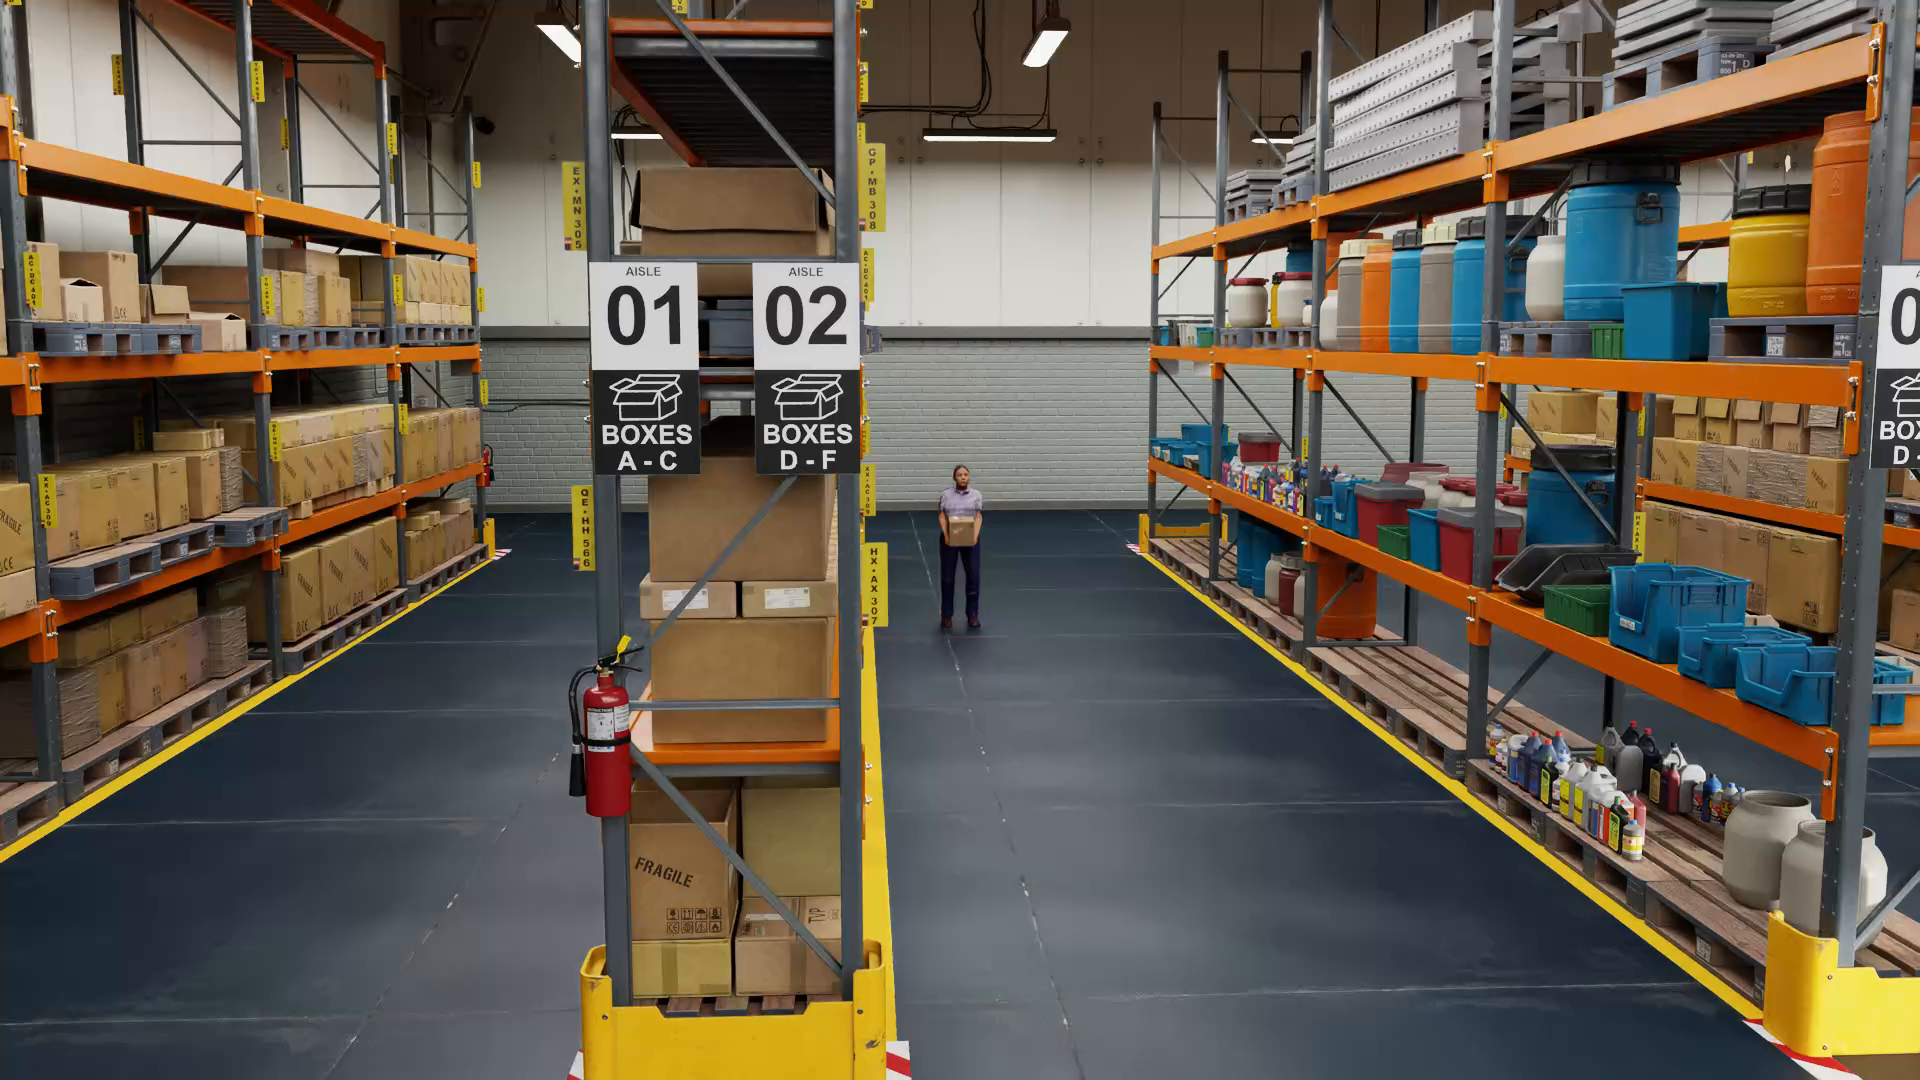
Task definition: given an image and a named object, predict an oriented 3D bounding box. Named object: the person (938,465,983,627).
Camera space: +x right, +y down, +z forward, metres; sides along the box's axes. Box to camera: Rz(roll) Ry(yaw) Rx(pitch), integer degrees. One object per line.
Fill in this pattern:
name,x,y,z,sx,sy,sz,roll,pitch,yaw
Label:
person,0.008,0.063,16.846,0.453,1.638,0.515,0,7,-3
